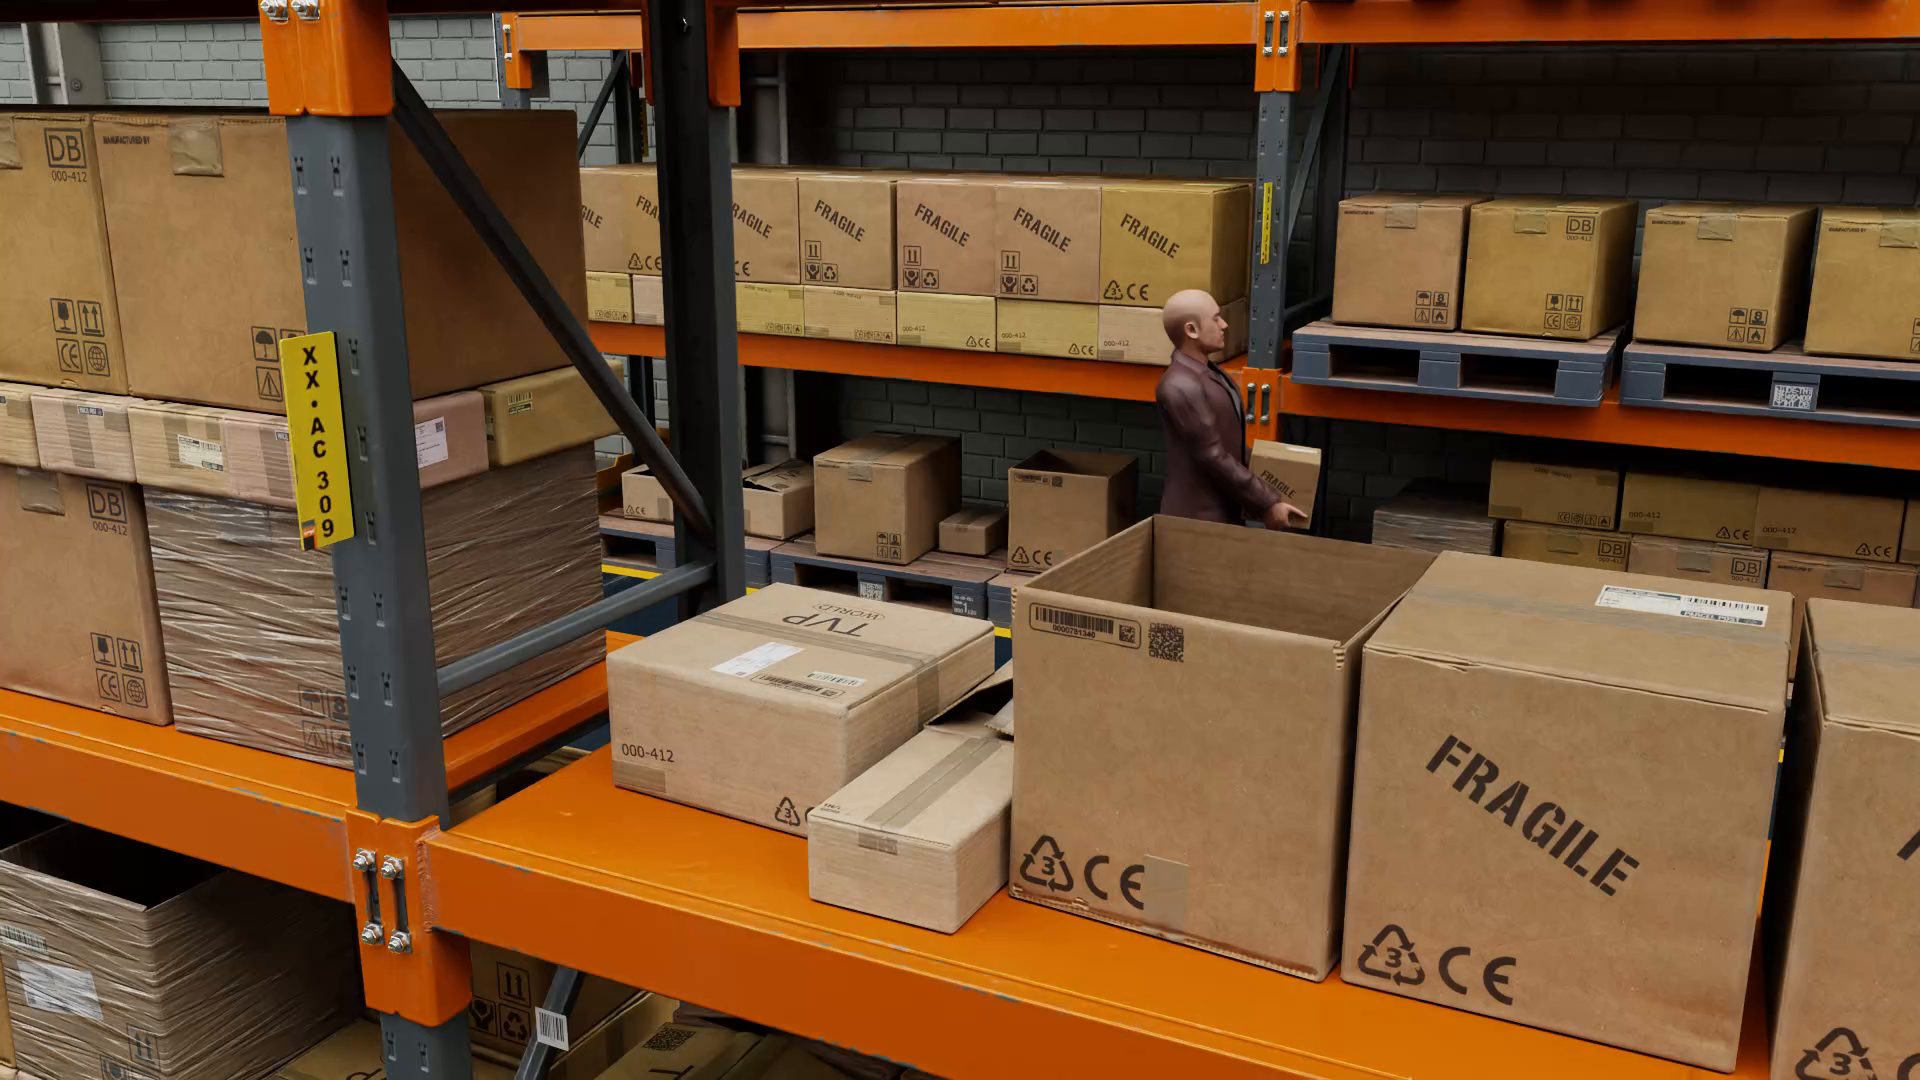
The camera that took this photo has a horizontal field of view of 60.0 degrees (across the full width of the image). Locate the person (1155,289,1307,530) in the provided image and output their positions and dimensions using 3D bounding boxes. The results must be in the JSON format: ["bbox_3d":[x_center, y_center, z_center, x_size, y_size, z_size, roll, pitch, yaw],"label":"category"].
[{"bbox_3d":[1.009,-0.043,6.219,0.563,1.769,0.530,3,16,12],"label":"person"}]
